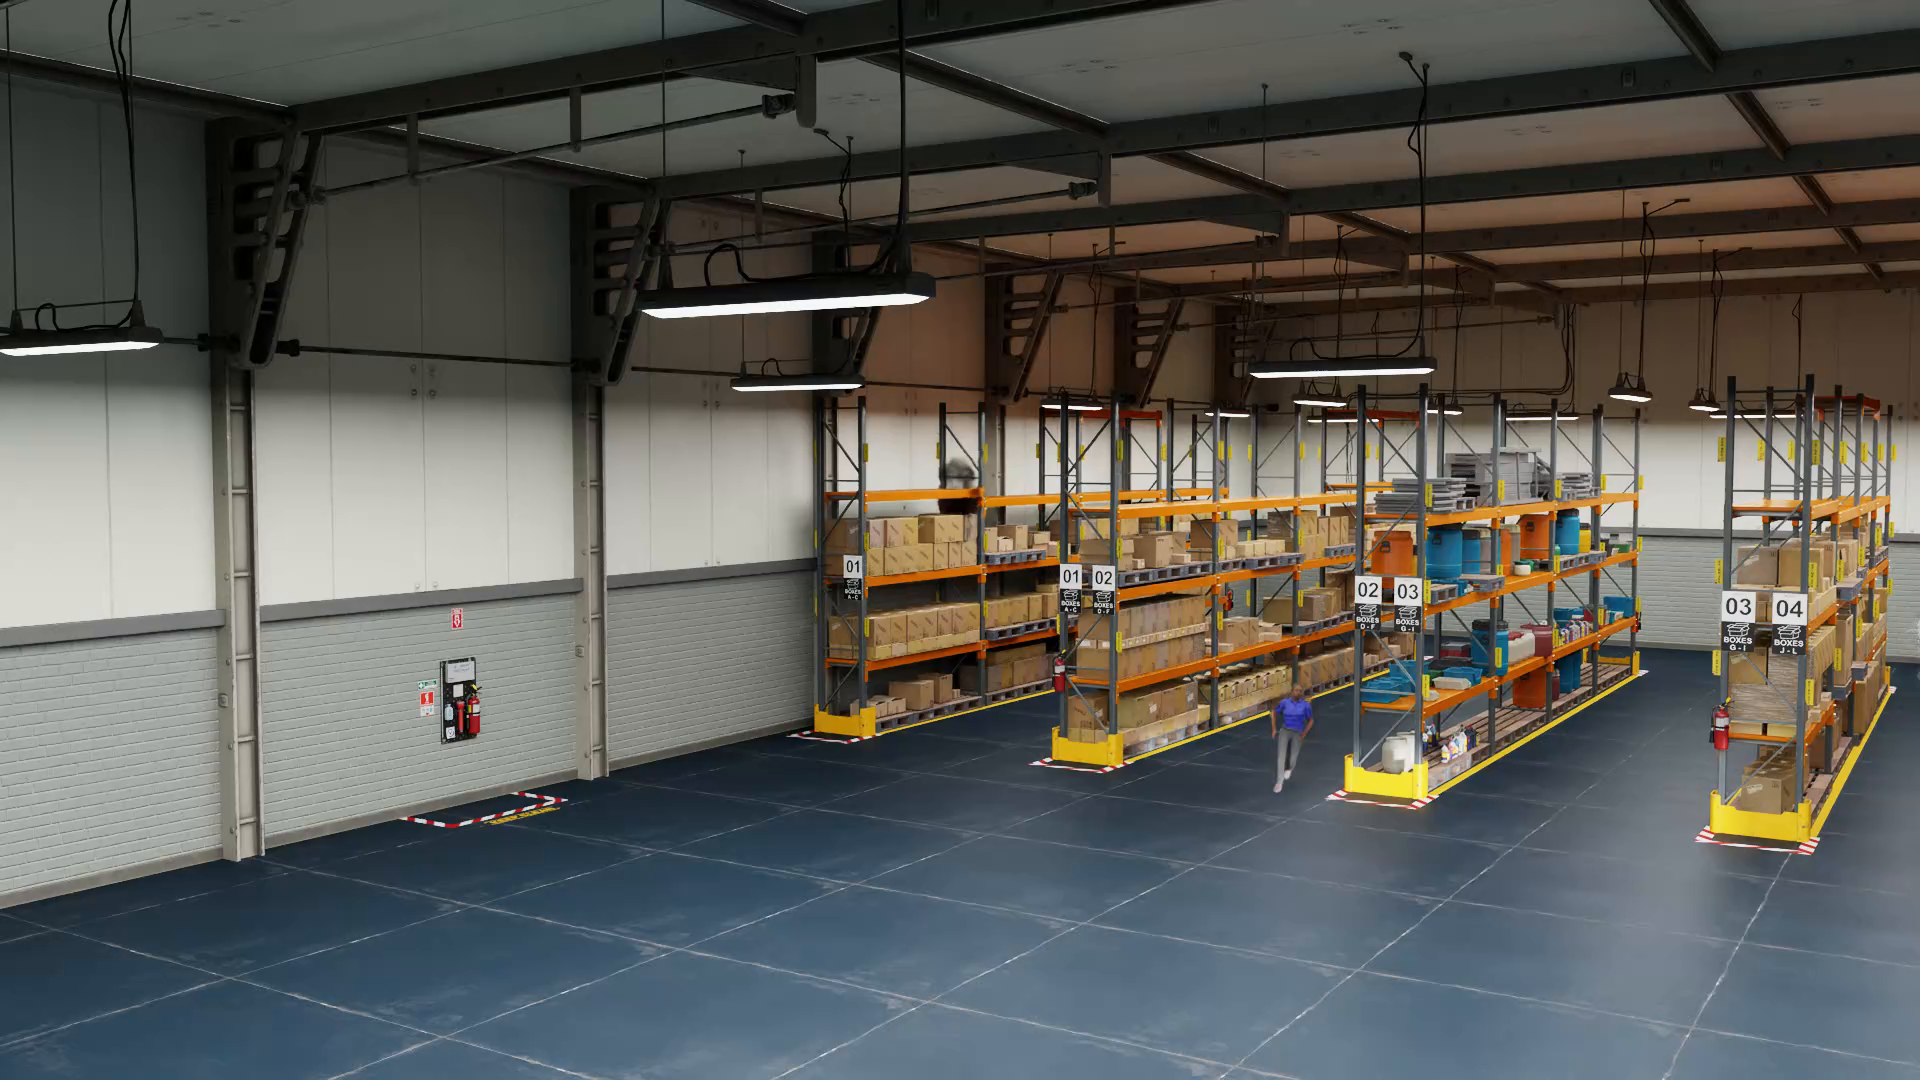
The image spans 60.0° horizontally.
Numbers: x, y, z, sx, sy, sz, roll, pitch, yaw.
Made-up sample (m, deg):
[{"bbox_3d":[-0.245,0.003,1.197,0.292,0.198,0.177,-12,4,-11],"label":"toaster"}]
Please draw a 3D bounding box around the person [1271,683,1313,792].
[{"bbox_3d":[4.936,2.916,24.729,0.620,1.607,0.624,1,3,13],"label":"person"}]
